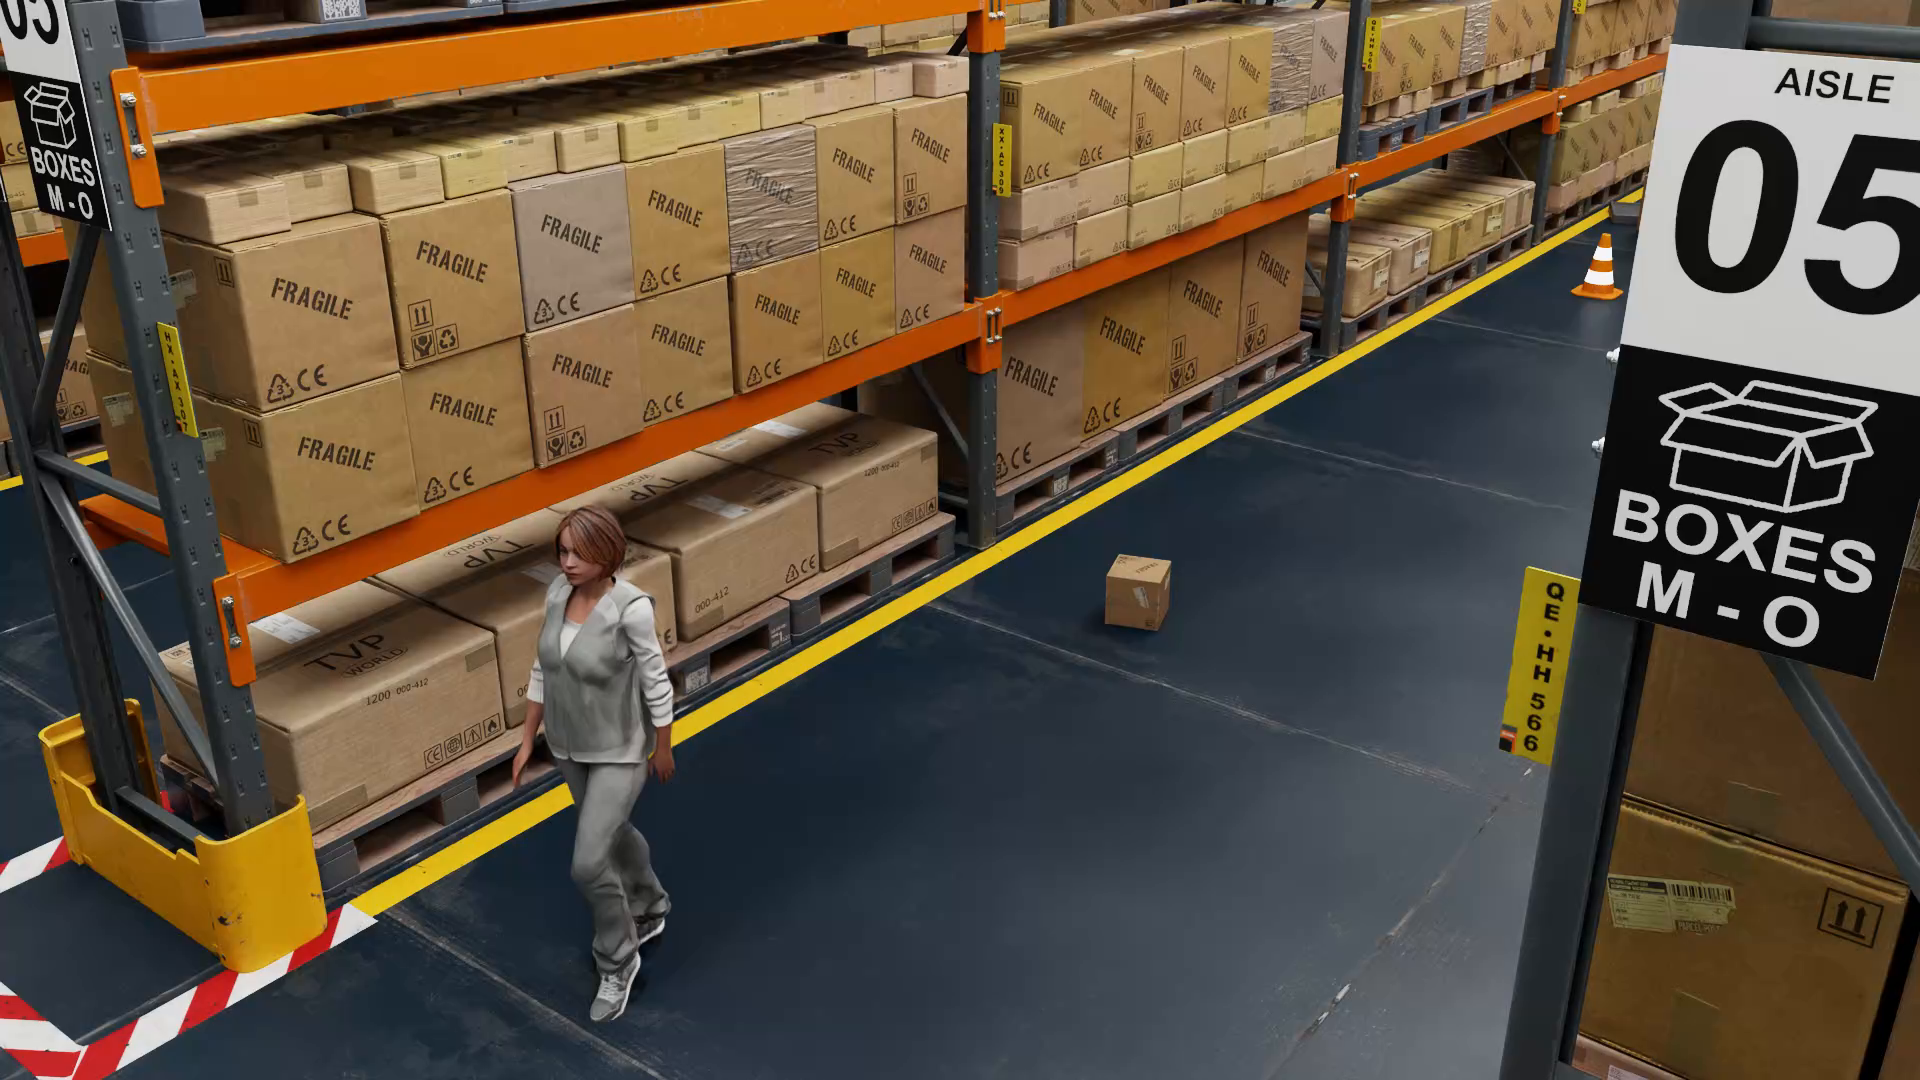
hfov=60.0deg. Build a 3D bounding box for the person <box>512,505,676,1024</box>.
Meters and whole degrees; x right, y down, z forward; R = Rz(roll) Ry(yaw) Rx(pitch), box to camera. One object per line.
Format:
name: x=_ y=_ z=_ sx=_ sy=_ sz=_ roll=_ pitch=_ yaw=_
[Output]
person: x=-1.109 y=0.673 z=5.104 sx=0.415 sy=1.640 sz=0.485 roll=15 pitch=28 yaw=31
